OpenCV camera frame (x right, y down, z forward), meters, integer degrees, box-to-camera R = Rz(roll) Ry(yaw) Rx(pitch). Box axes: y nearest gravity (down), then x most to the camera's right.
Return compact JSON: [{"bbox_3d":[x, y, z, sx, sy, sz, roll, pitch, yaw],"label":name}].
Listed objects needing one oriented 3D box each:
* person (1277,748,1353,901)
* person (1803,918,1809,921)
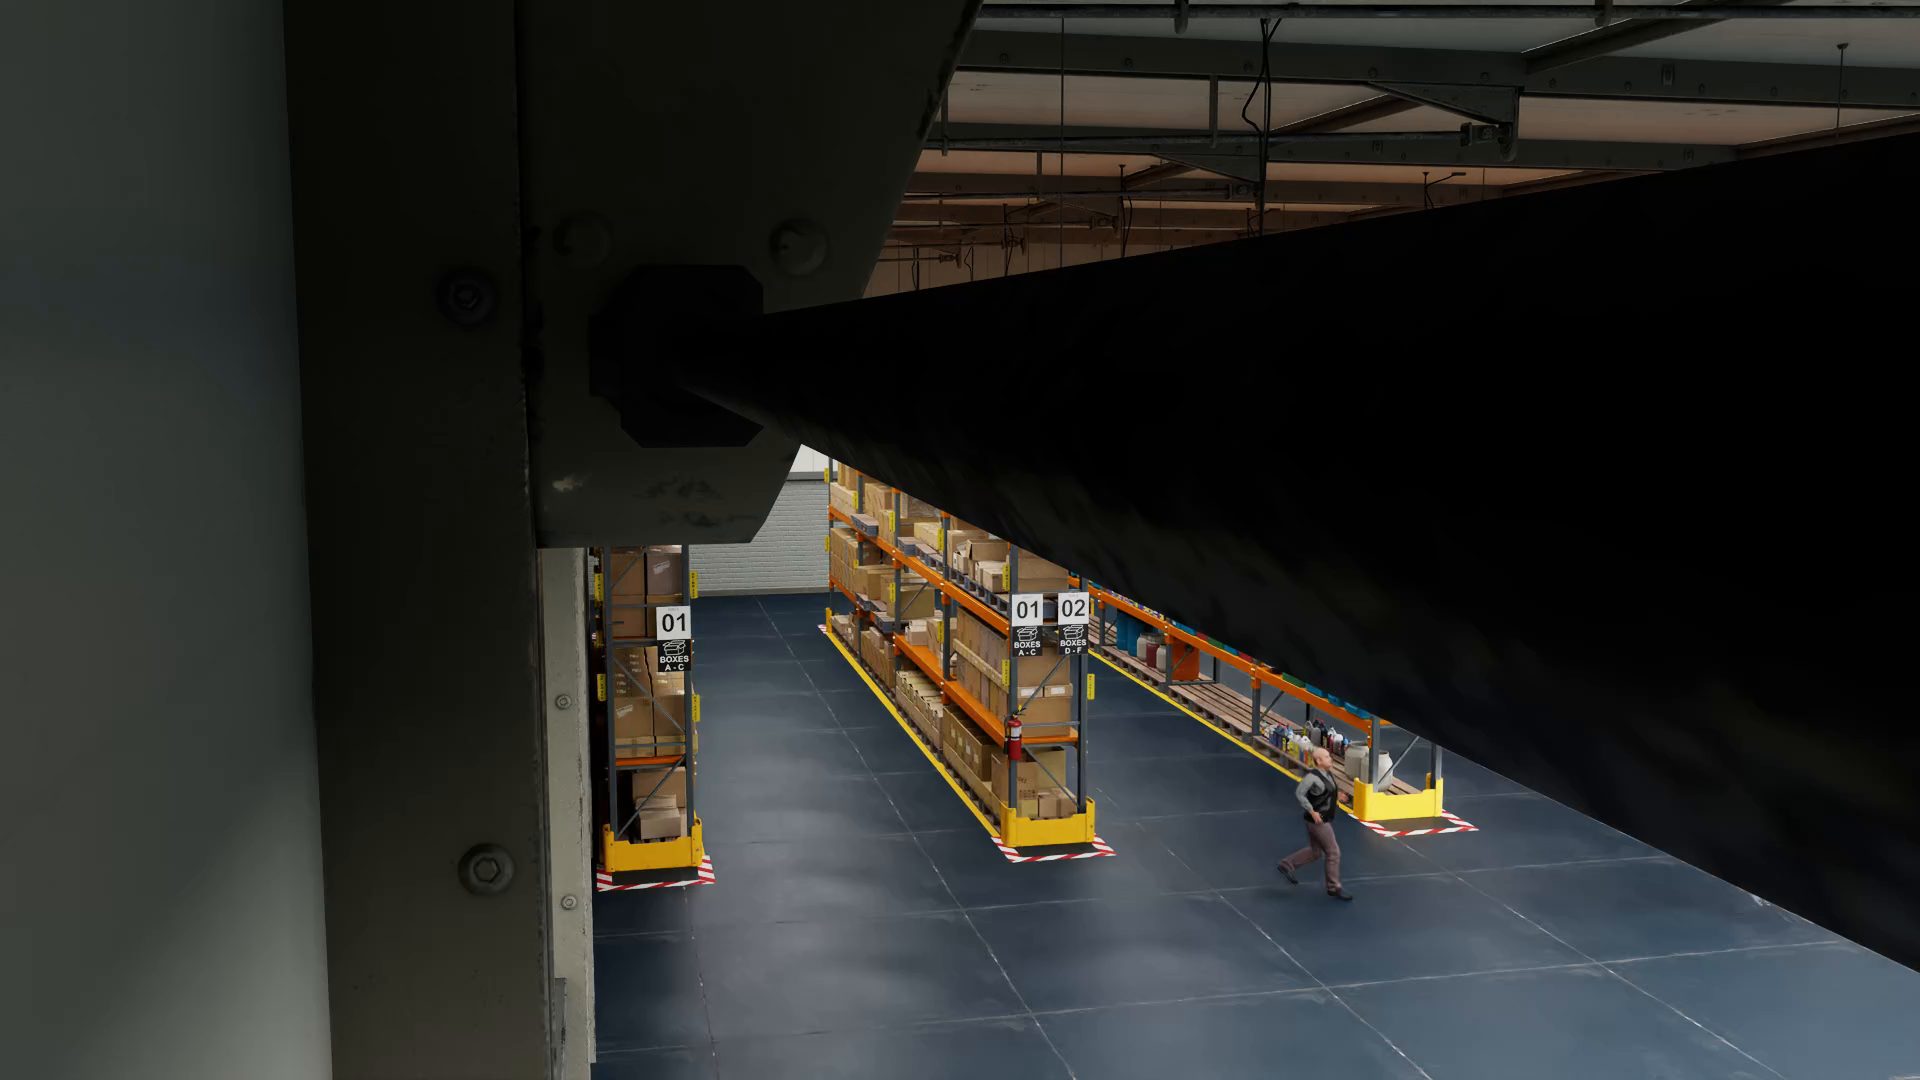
[{"bbox_3d":[4.090,3.223,19.064,0.888,1.735,0.649,3,7,21],"label":"person"},{"bbox_3d":[9.349,3.390,18.113,0.393,1.631,0.599,2,7,17],"label":"person"}]
